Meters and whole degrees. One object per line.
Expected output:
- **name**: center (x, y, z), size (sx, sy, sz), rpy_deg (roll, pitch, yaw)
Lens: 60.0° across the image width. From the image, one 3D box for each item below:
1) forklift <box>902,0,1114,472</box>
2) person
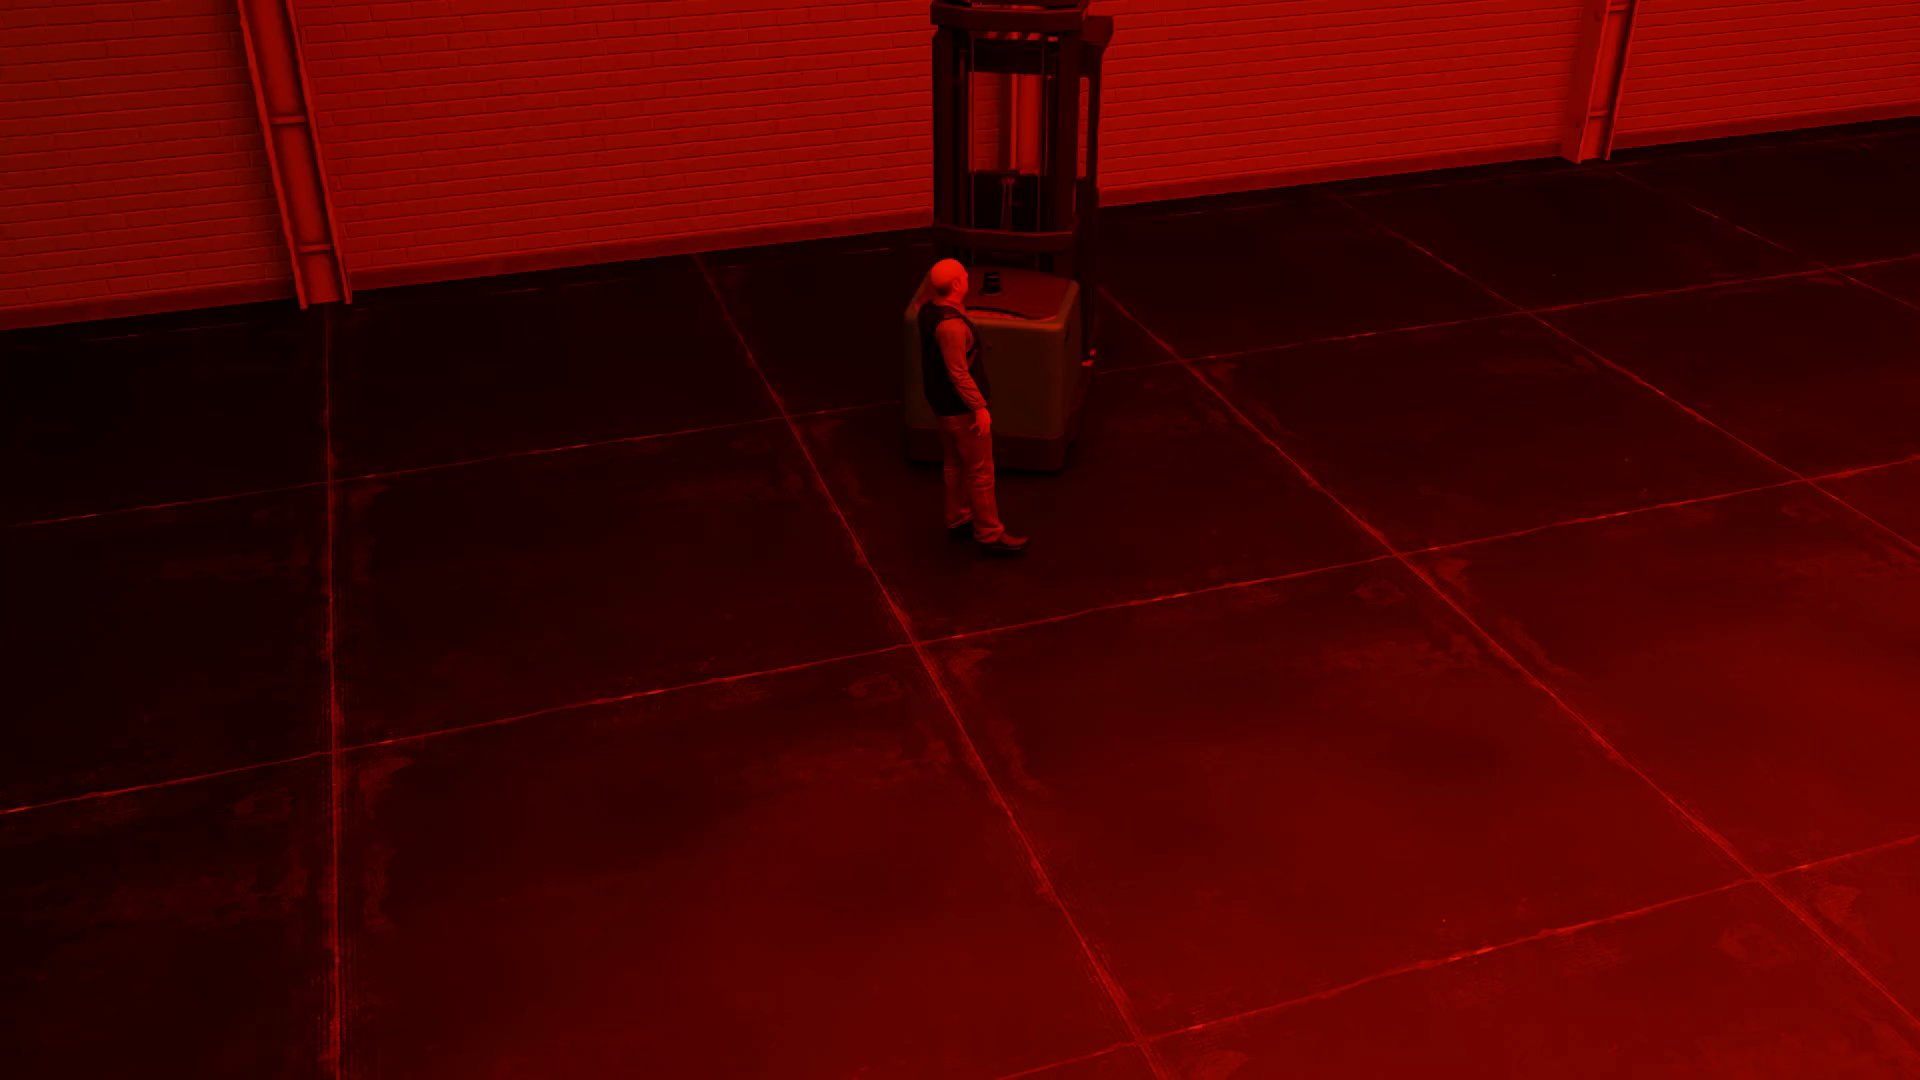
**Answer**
- **forklift**: center (0.411, -2.427, 11.305), size (1.130, 2.935, 3.031), rpy_deg (5, 30, 9)
- **person**: center (0.061, -0.794, 9.584), size (0.567, 1.721, 0.633), rpy_deg (-10, 31, -16)
